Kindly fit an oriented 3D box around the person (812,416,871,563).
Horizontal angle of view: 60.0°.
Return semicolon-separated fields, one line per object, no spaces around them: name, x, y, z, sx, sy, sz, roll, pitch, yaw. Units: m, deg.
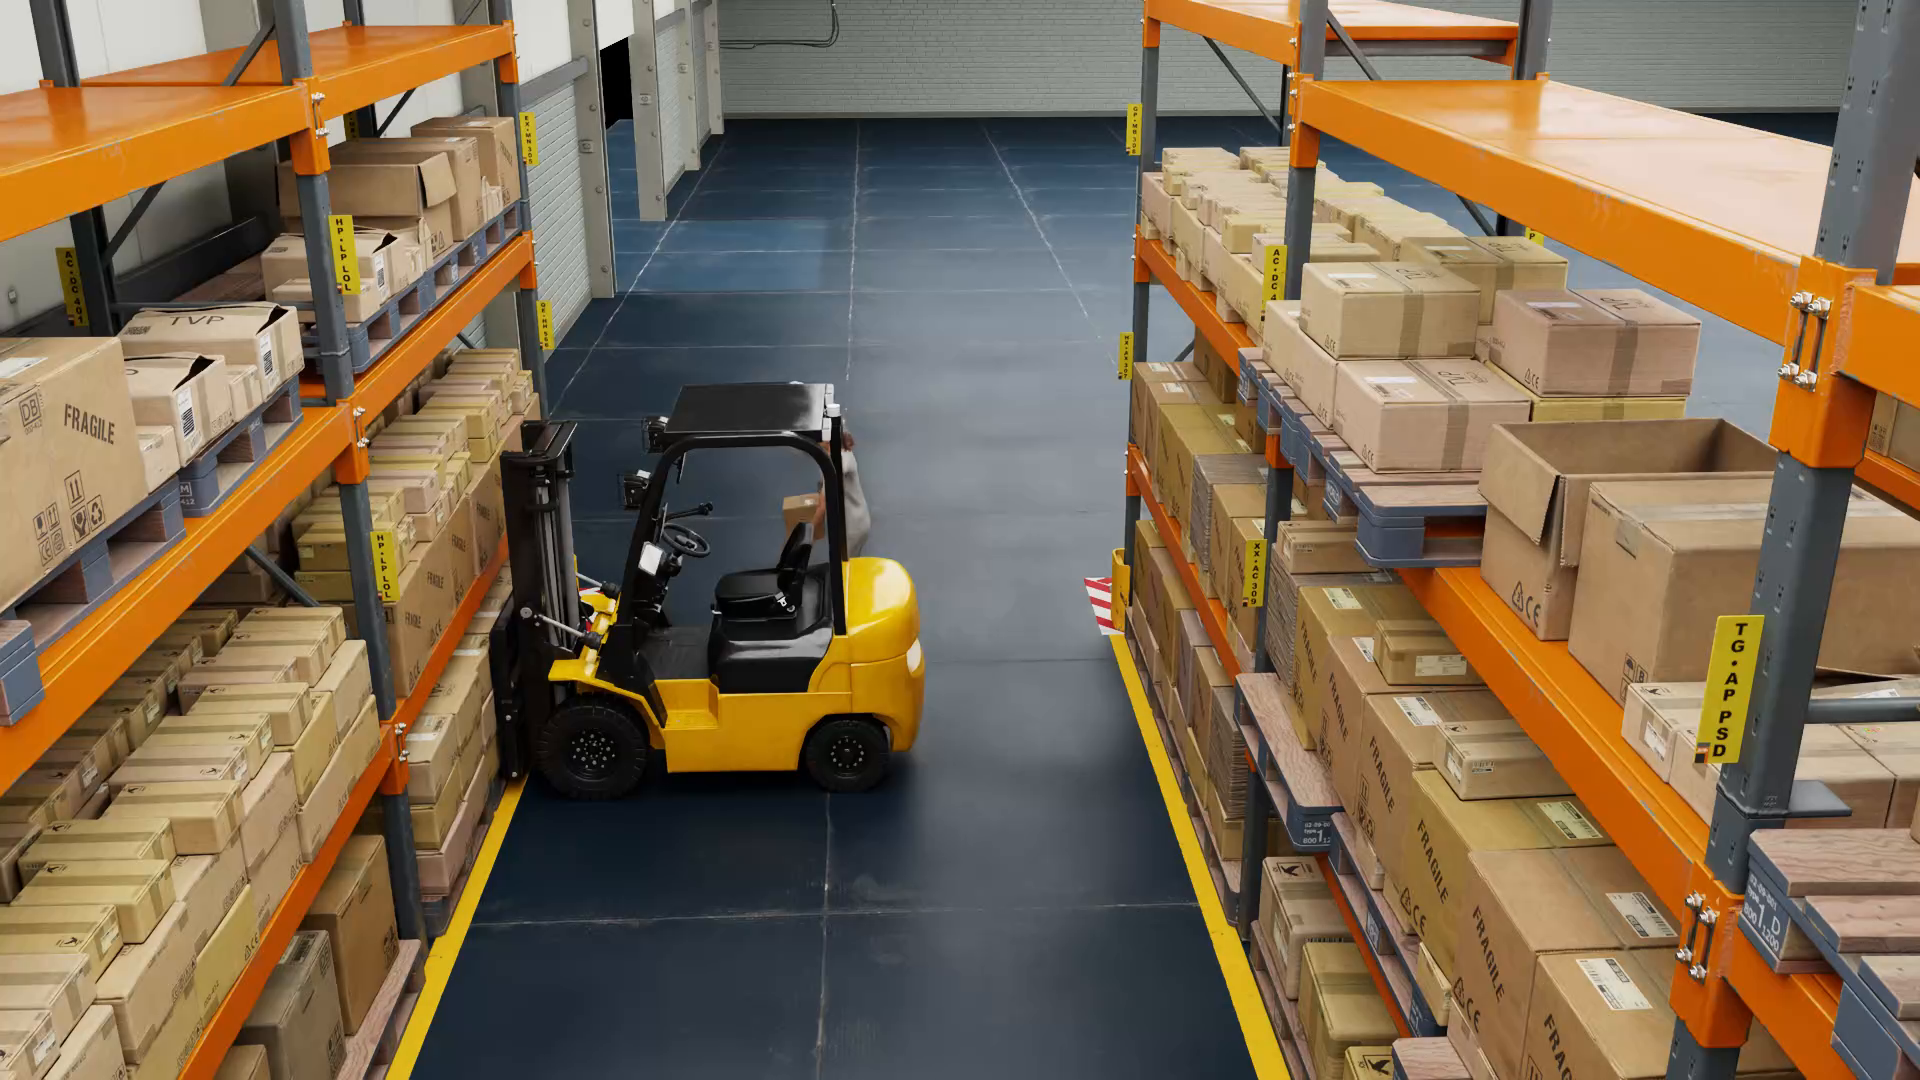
person;-0.864;-0.093;11.266;0.518;1.587;0.411;-1;21;-4
